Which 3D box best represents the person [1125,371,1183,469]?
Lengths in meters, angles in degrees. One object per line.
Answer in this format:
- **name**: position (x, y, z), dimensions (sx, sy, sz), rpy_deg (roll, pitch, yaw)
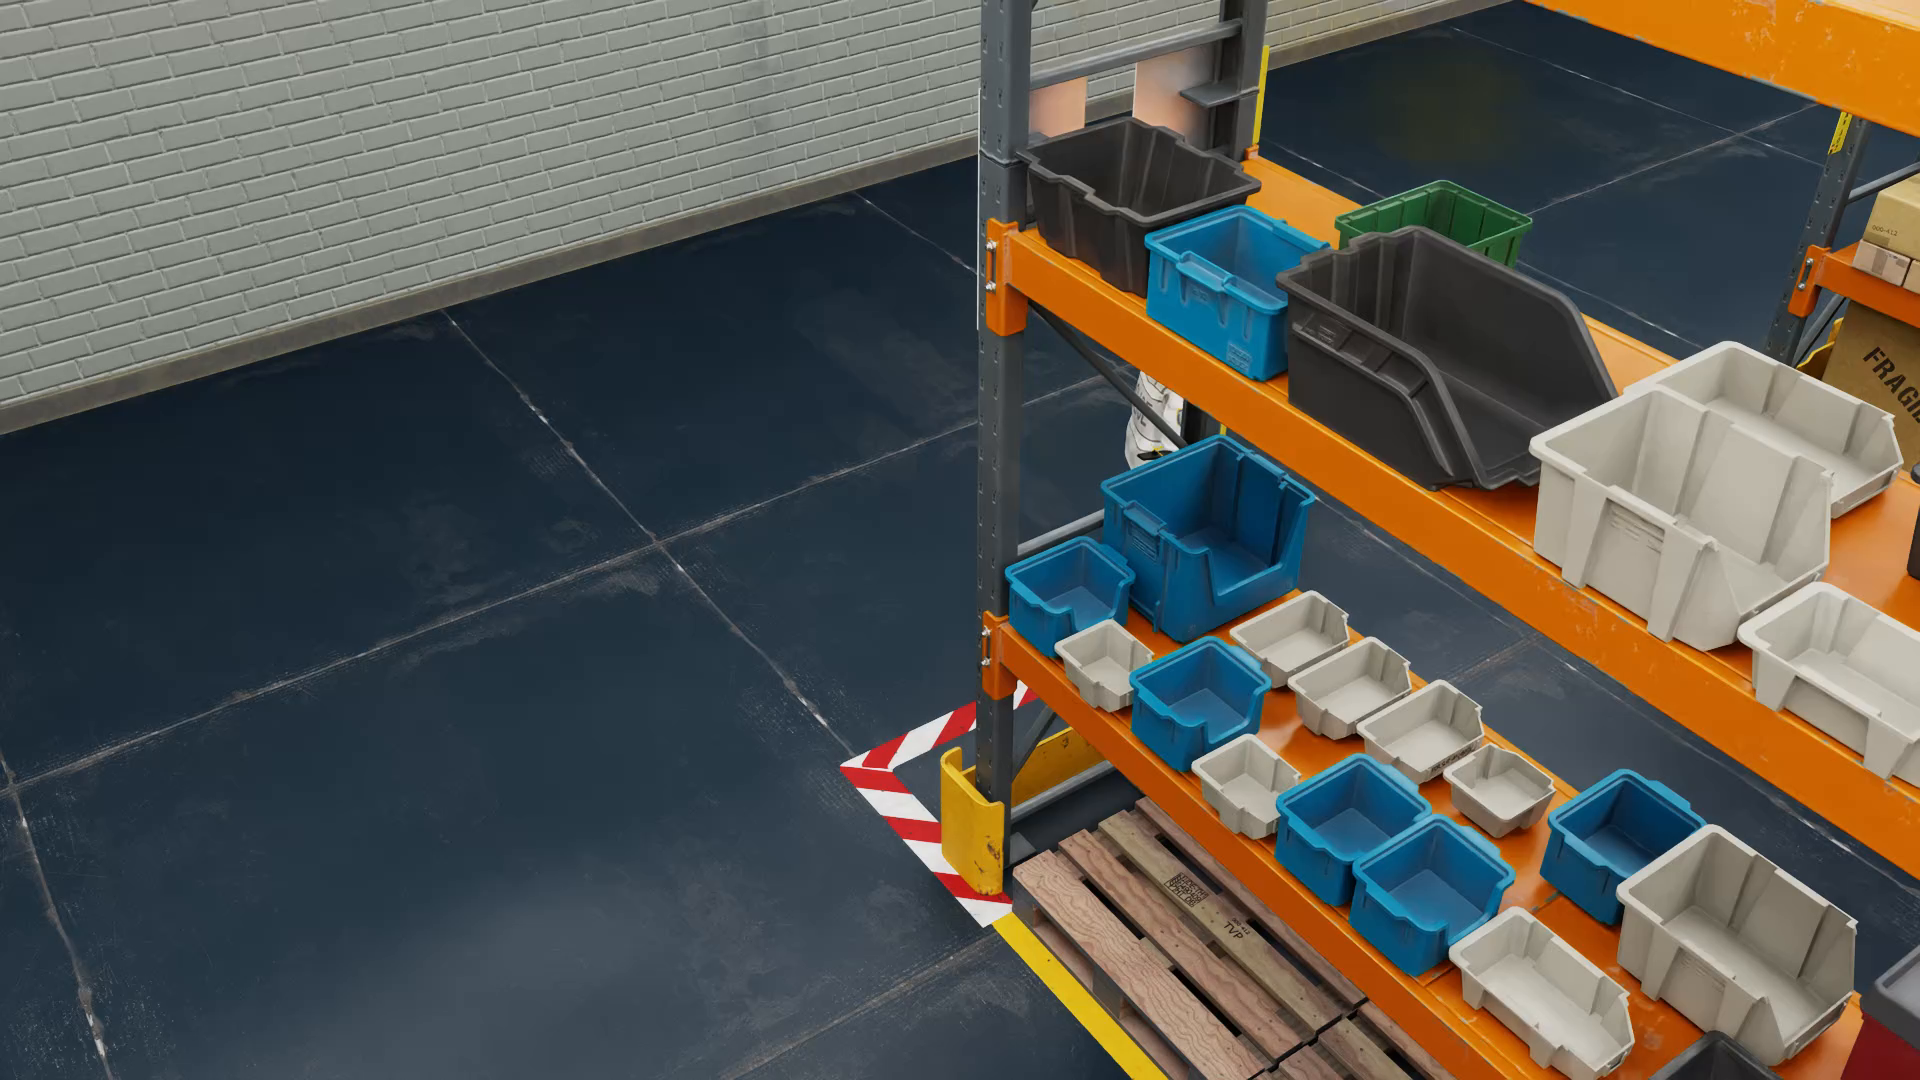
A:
- **person**: position (0.934, -0.336, 7.451), dimensions (0.378, 1.663, 0.533), rpy_deg (-3, 37, -4)
